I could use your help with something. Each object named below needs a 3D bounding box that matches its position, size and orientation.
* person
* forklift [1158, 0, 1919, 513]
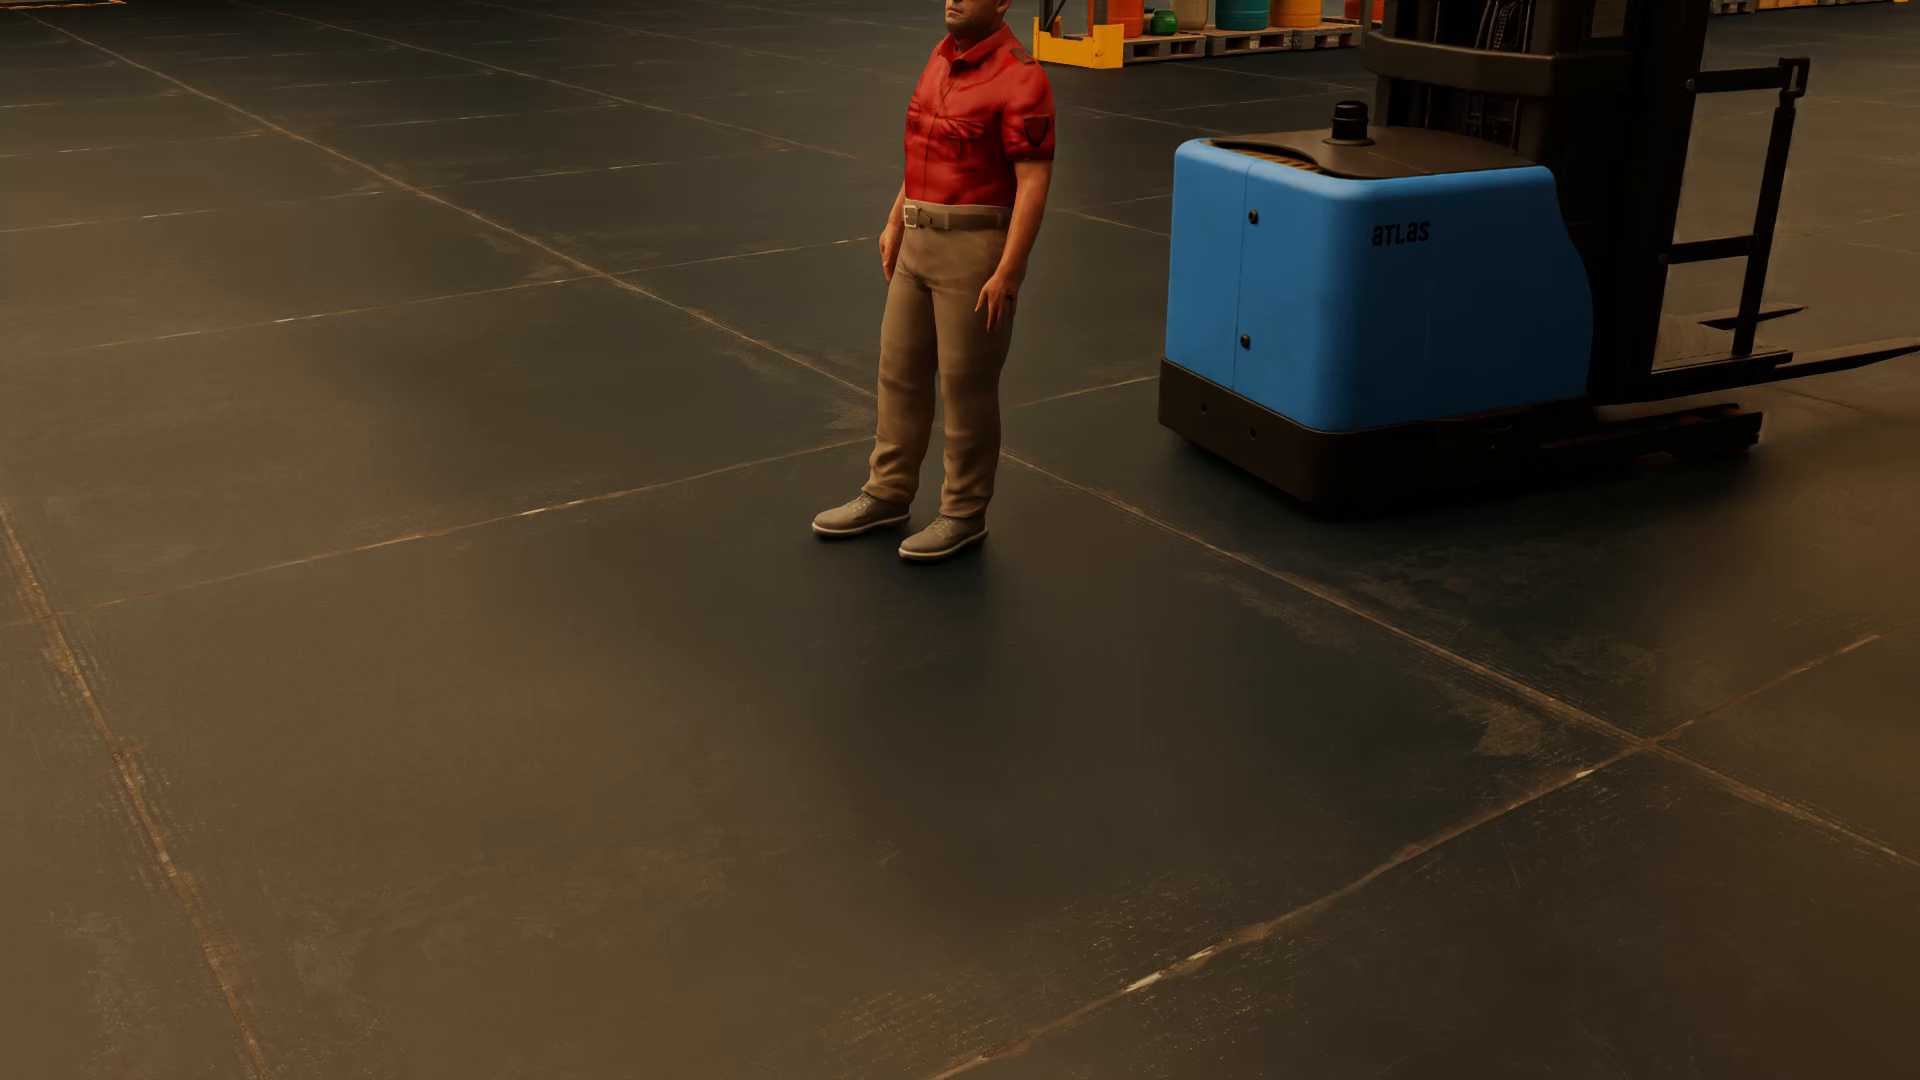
[{"bbox_3d":[-0.080,-0.792,4.796,0.550,1.727,0.641,-15,26,-32],"label":"person"},{"bbox_3d":[2.281,-1.800,5.702,3.031,2.935,1.130,-10,24,-23],"label":"forklift"}]
